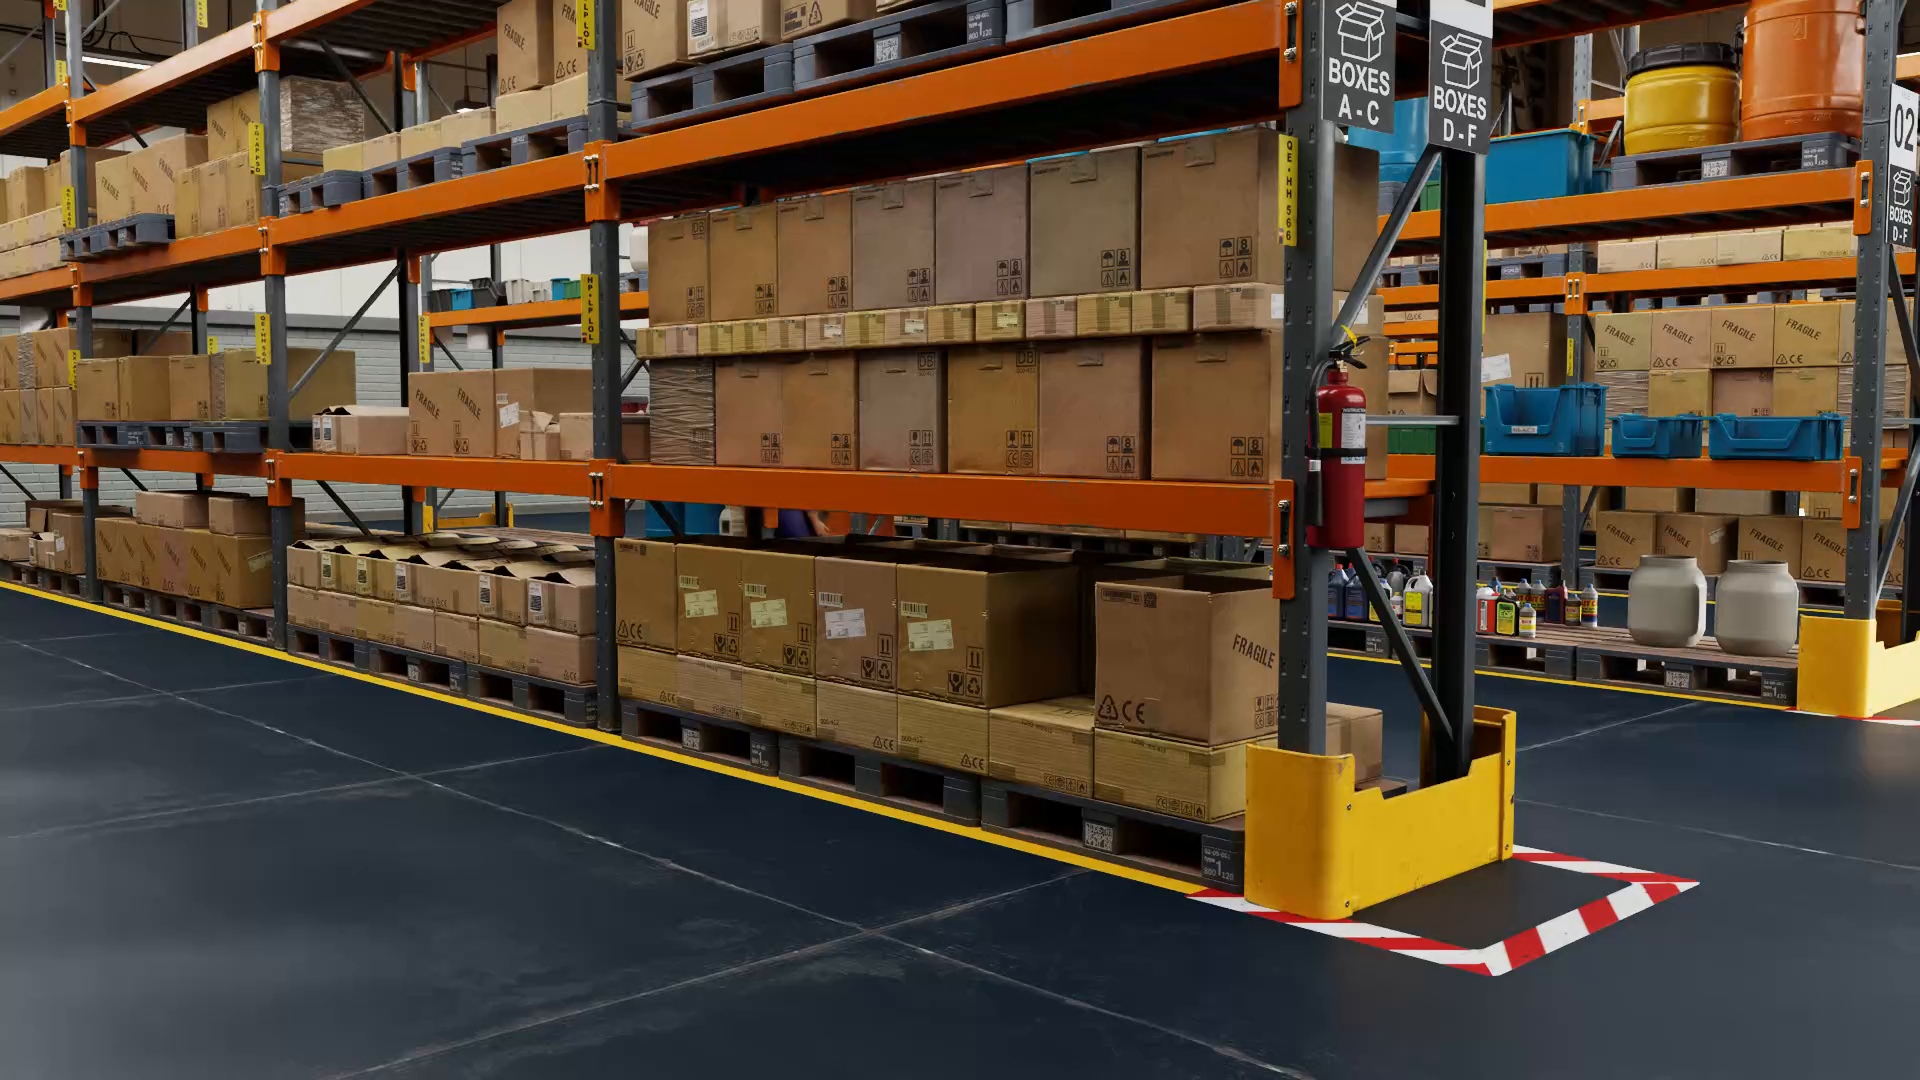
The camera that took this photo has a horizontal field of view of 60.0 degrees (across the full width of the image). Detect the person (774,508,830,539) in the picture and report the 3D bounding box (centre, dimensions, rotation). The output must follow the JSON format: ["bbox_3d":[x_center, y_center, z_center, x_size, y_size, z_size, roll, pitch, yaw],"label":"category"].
[{"bbox_3d":[-1.031,-0.097,10.733,0.540,1.648,0.580,-3,5,-34],"label":"person"}]
